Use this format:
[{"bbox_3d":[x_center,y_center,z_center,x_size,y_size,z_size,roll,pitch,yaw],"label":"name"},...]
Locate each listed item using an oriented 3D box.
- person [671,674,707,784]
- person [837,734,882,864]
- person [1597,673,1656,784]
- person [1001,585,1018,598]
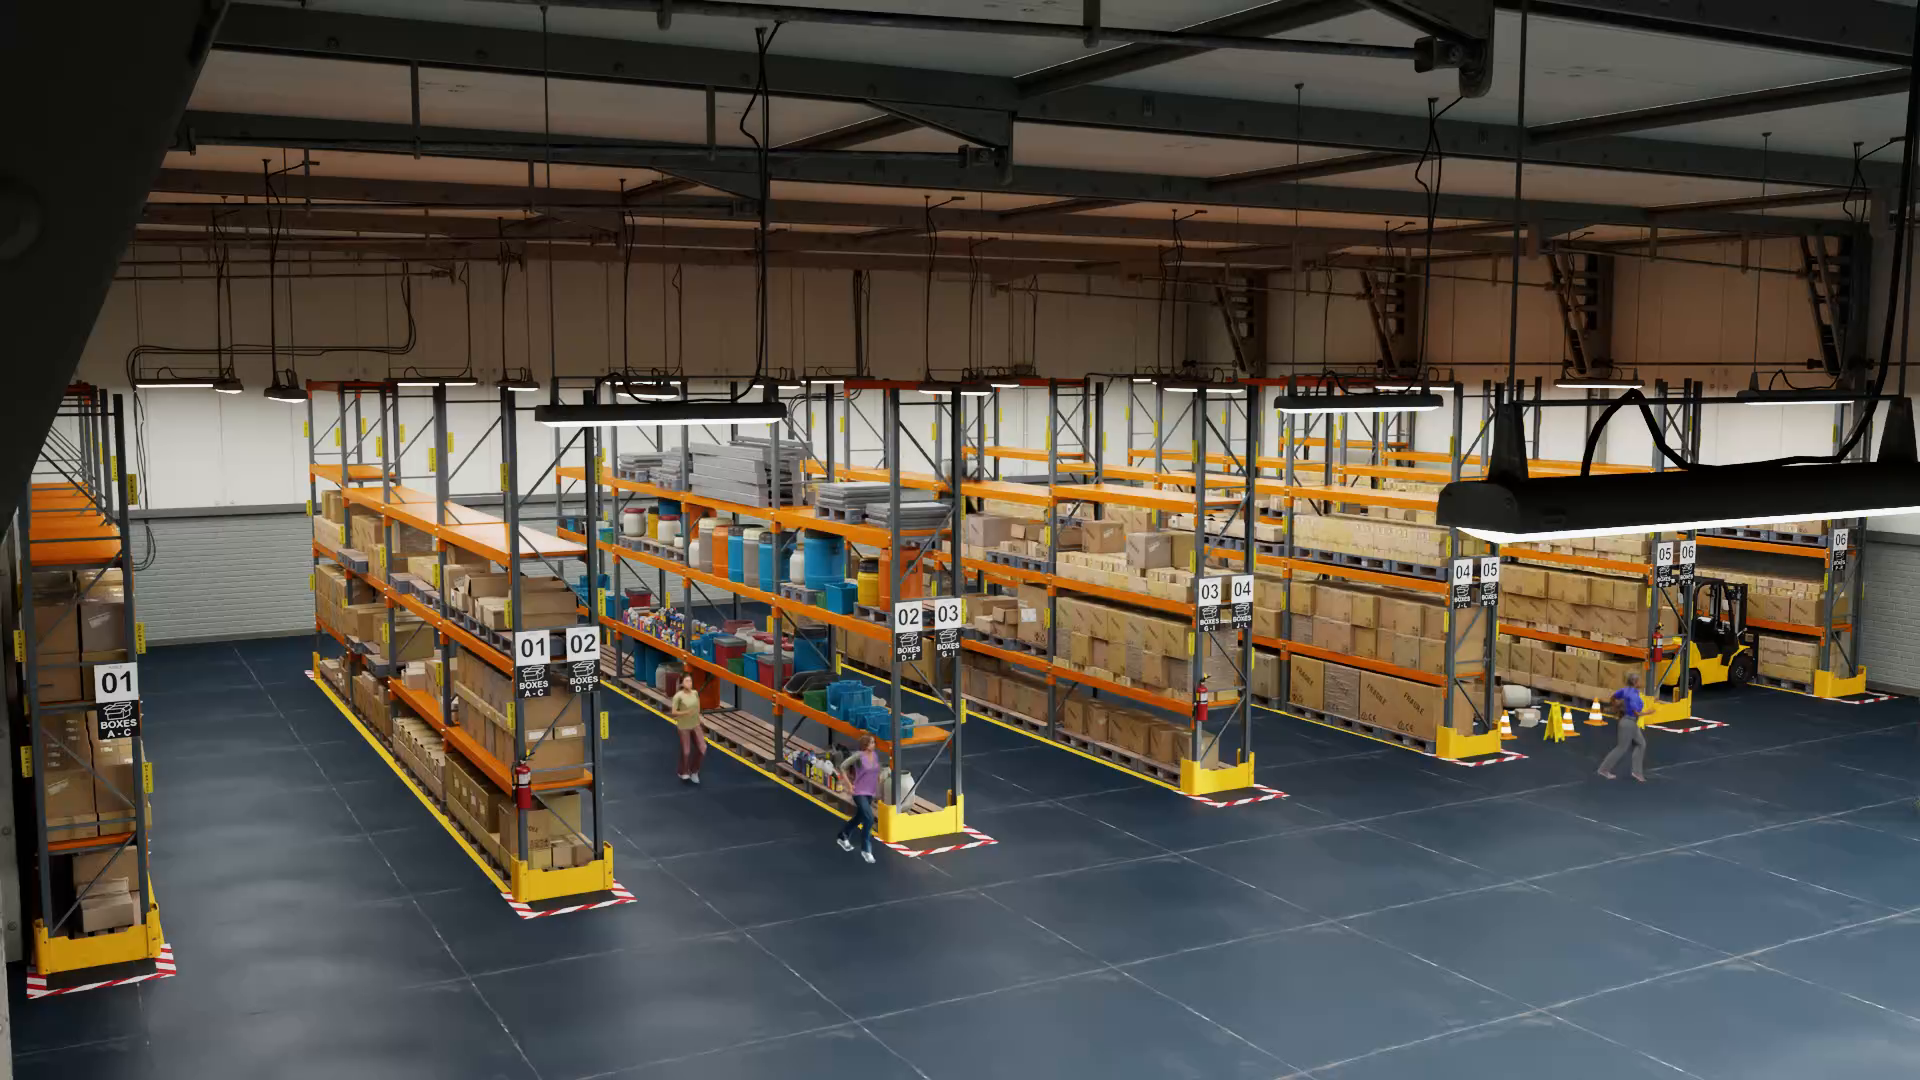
[{"bbox_3d":[-4.074,2.846,25.053,0.561,1.678,0.617,-4,7,-36],"label":"person"},{"bbox_3d":[-1.267,3.291,21.359,0.720,1.636,0.534,5,8,37],"label":"person"},{"bbox_3d":[10.070,2.854,25.102,0.810,1.714,0.510,2,6,16],"label":"person"},{"bbox_3d":[1.294,0.925,42.660,0.605,1.752,0.644,-3,7,-29],"label":"person"}]
